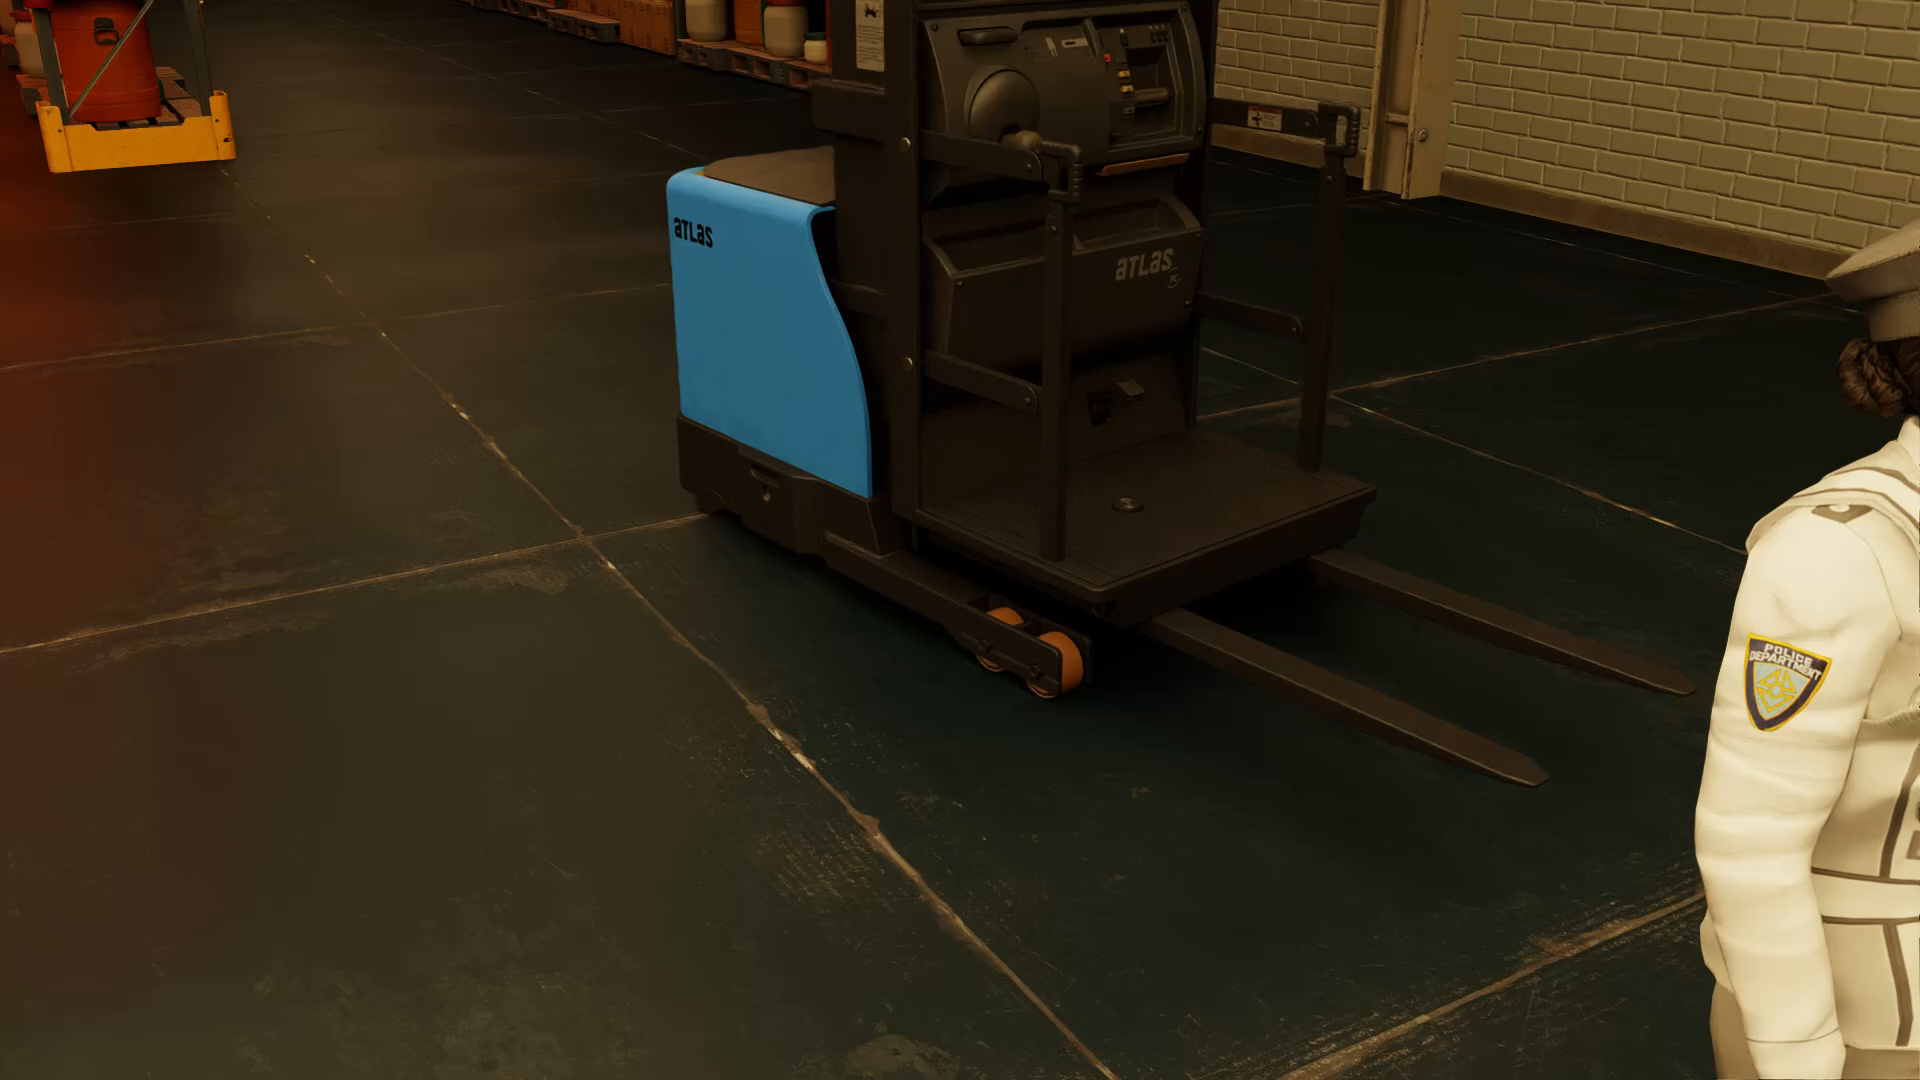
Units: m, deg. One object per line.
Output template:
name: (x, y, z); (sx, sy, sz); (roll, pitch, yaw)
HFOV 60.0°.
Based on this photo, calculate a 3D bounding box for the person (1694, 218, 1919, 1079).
person: (0.997, 0.491, 1.692); (0.578, 1.698, 0.526); (-16, 27, -35)

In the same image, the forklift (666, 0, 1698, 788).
forklift: (0.428, -1.175, 4.136); (1.130, 2.935, 3.031); (-18, 28, -37)
